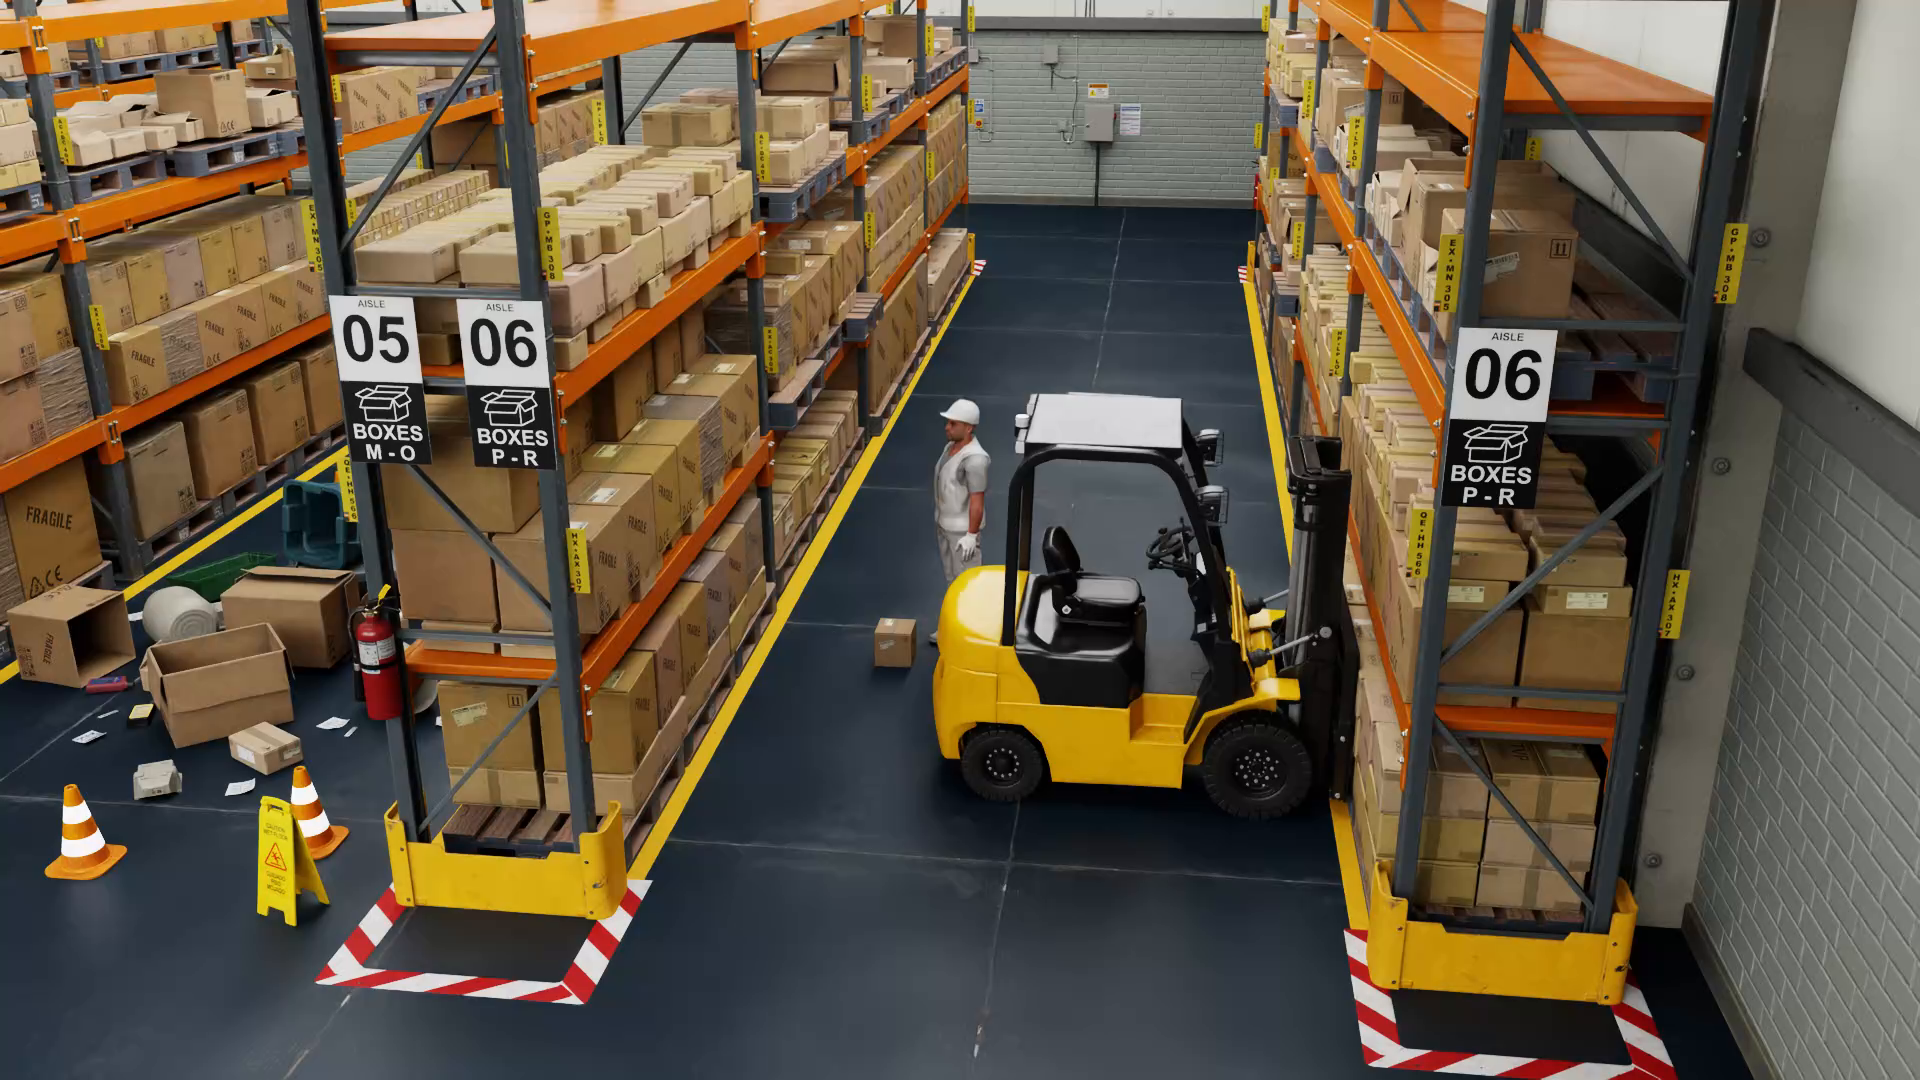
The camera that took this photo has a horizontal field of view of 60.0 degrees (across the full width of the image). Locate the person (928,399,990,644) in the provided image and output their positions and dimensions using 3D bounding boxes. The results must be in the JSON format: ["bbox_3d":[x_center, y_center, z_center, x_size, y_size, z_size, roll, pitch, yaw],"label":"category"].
[{"bbox_3d":[-0.007,-0.080,11.241,0.335,1.793,0.523,-8,22,-20],"label":"person"}]
